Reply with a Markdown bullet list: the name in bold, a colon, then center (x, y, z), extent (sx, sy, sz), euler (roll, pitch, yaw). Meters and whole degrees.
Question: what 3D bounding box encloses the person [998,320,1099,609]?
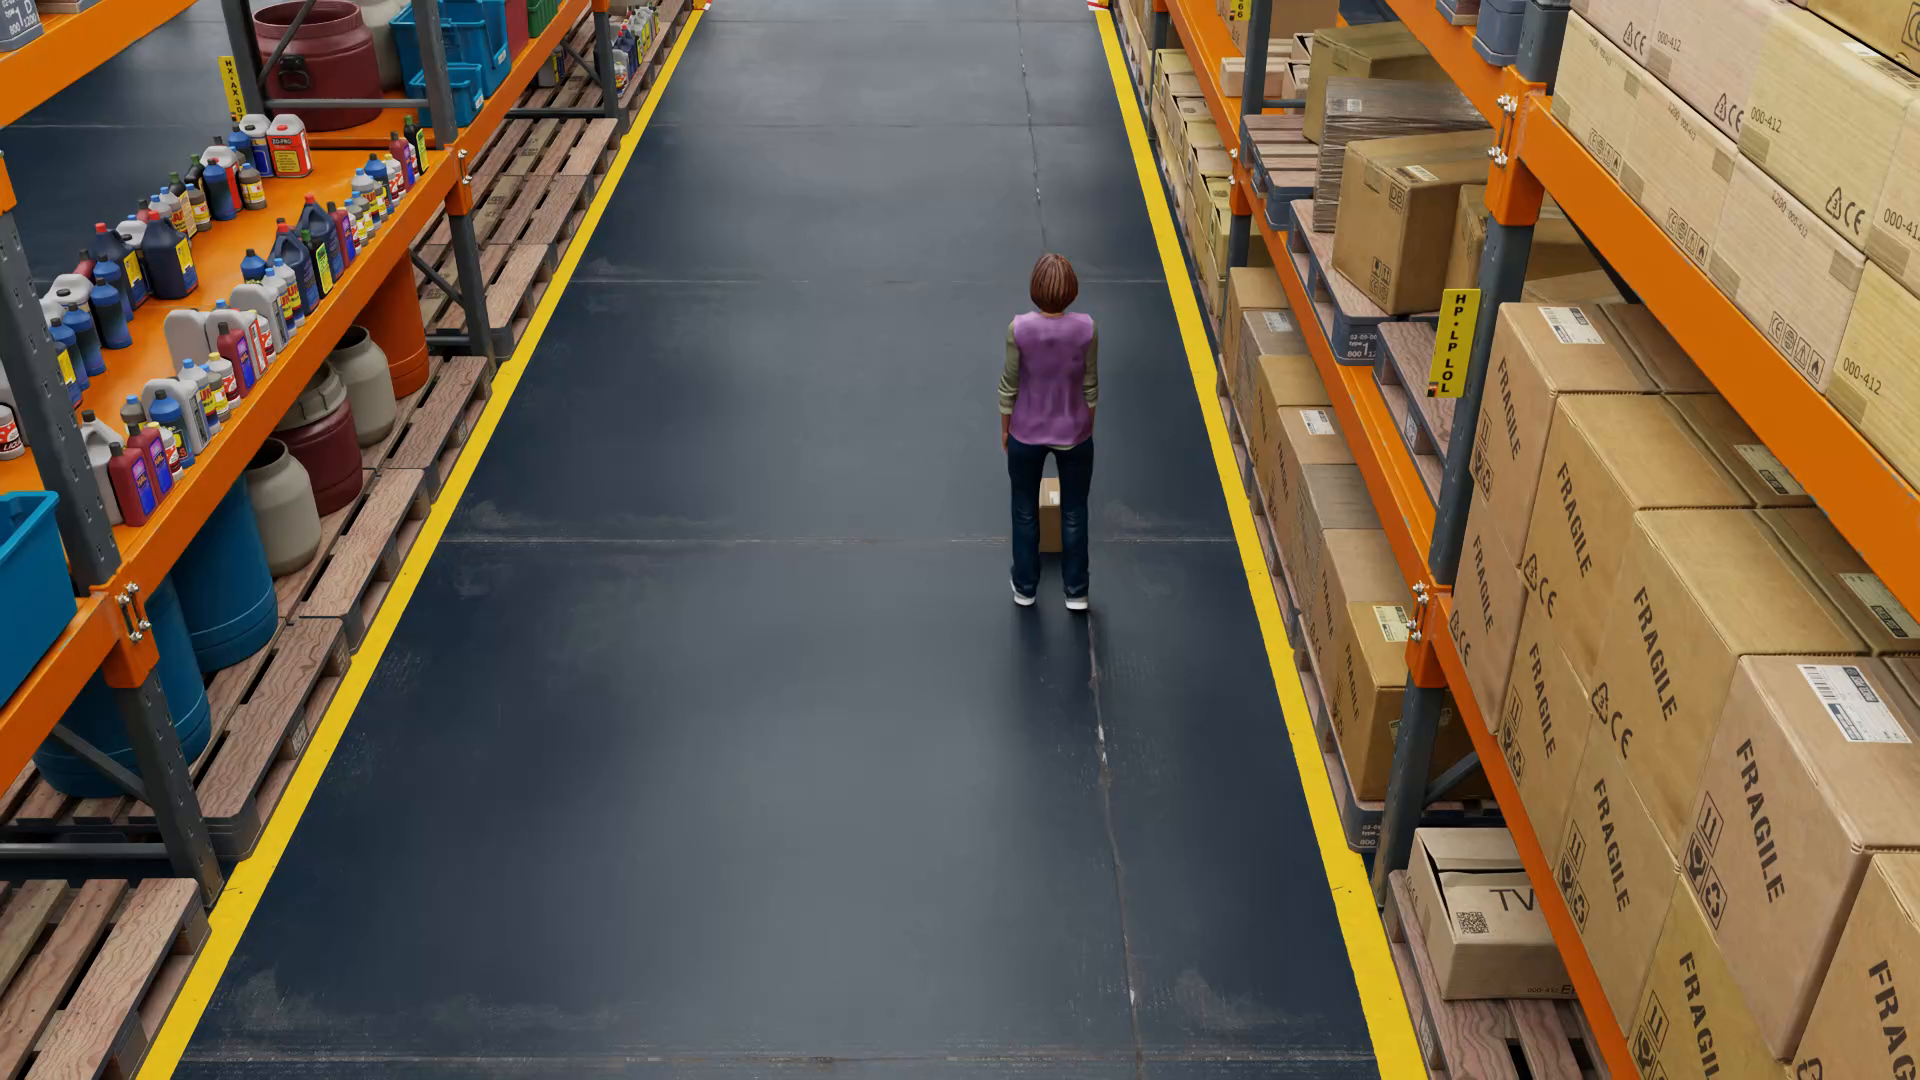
- **person**: center (0.358, -0.311, 6.919), extent (0.407, 1.383, 0.330), euler (1, 32, 1)
